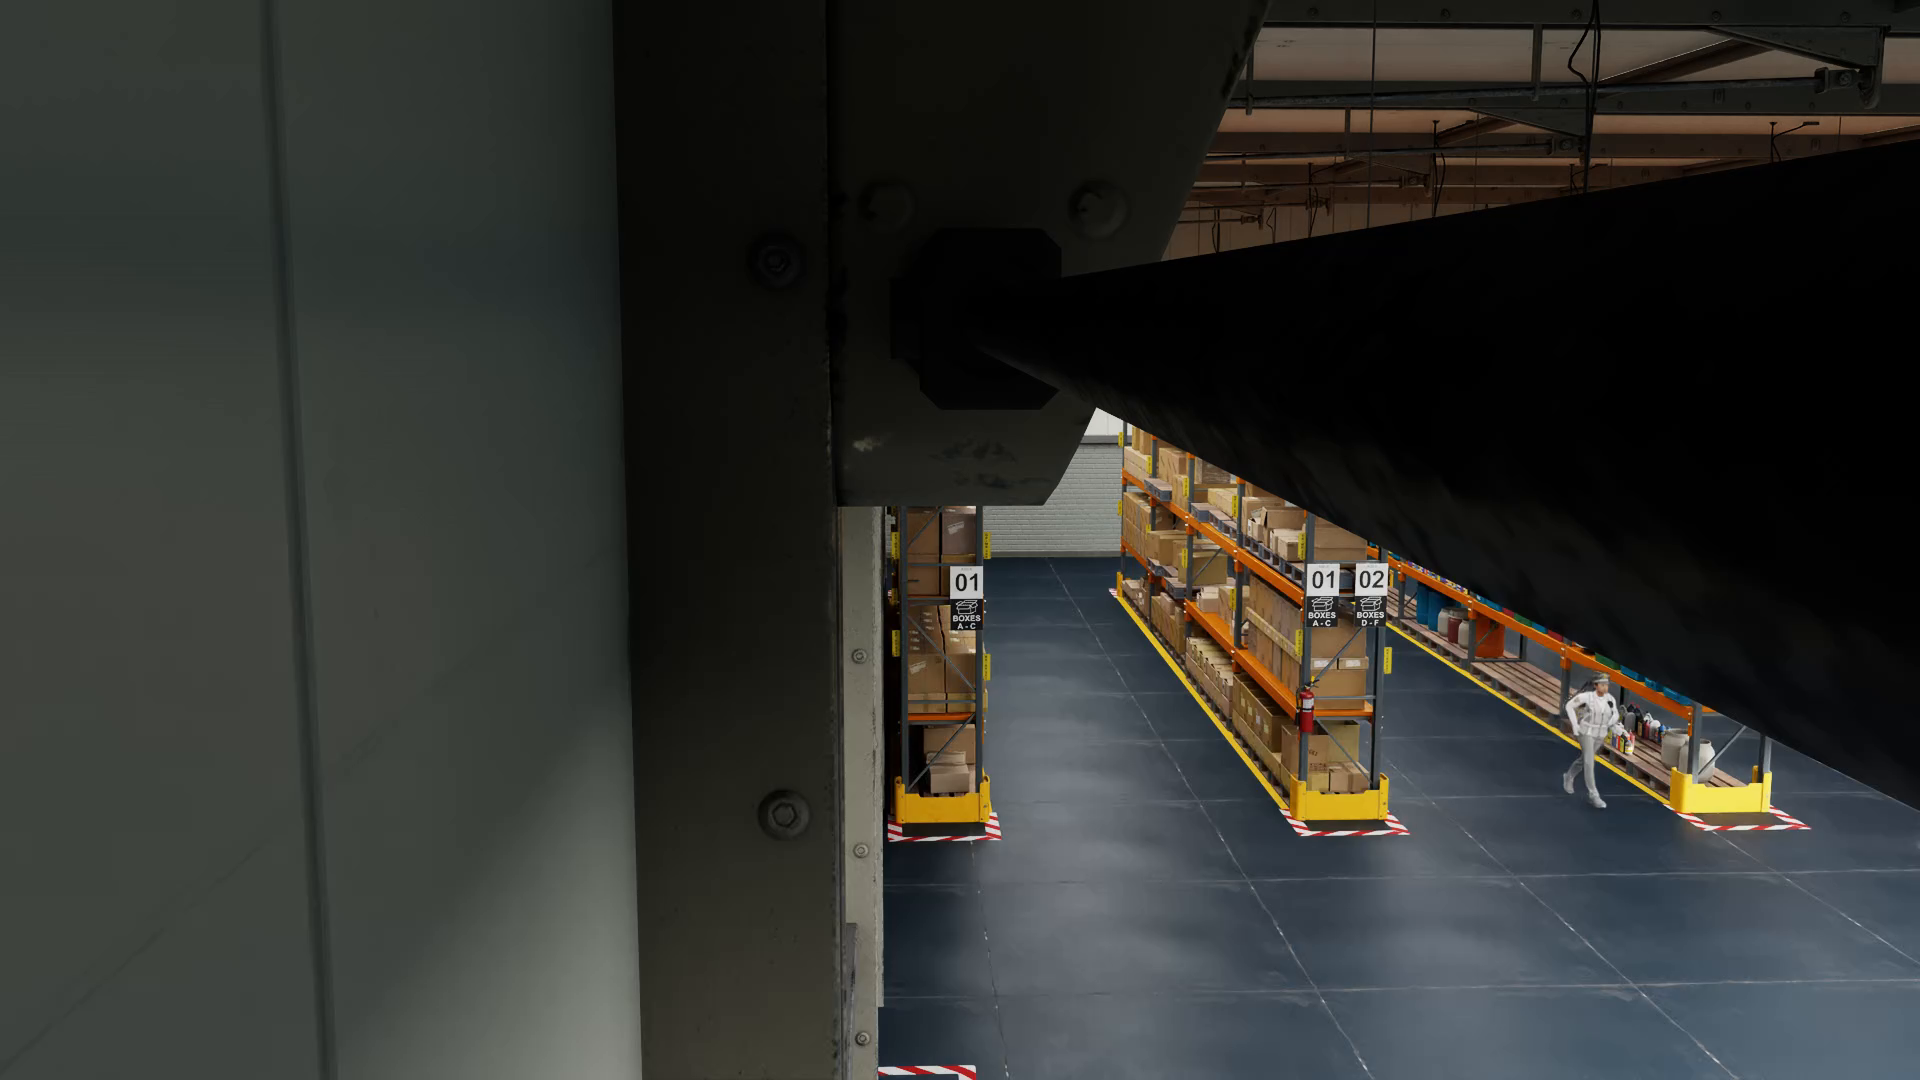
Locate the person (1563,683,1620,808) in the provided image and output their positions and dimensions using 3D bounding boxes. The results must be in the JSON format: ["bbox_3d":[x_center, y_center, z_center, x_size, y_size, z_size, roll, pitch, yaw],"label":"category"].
[{"bbox_3d":[8.084,2.515,21.159,0.627,1.638,1.032,-2,8,-13],"label":"person"}]
